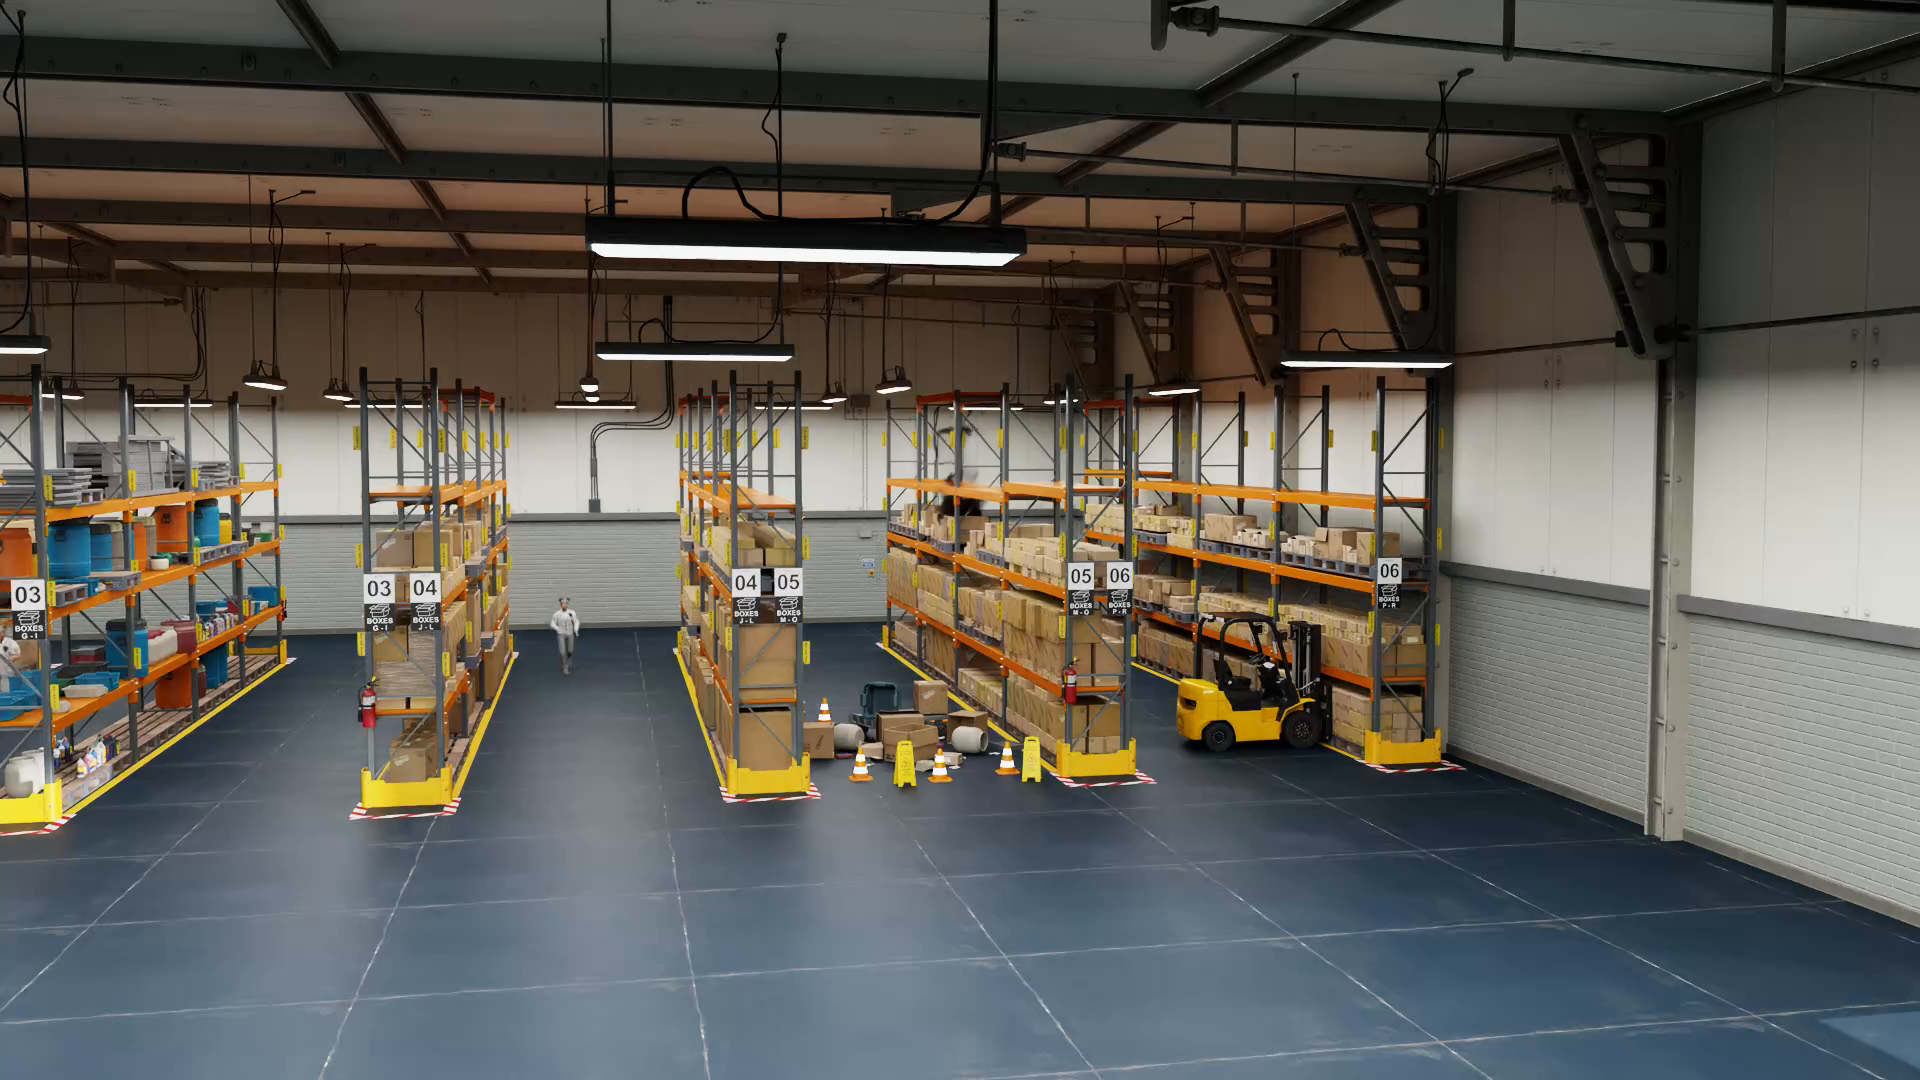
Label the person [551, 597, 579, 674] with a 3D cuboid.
[{"bbox_3d":[-8.502,2.051,35.844,0.612,1.658,0.548,-1,4,-18],"label":"person"}]

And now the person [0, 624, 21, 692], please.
[{"bbox_3d":[-17.040,2.373,29.534,0.690,1.809,0.843,-1,4,-17],"label":"person"}]
